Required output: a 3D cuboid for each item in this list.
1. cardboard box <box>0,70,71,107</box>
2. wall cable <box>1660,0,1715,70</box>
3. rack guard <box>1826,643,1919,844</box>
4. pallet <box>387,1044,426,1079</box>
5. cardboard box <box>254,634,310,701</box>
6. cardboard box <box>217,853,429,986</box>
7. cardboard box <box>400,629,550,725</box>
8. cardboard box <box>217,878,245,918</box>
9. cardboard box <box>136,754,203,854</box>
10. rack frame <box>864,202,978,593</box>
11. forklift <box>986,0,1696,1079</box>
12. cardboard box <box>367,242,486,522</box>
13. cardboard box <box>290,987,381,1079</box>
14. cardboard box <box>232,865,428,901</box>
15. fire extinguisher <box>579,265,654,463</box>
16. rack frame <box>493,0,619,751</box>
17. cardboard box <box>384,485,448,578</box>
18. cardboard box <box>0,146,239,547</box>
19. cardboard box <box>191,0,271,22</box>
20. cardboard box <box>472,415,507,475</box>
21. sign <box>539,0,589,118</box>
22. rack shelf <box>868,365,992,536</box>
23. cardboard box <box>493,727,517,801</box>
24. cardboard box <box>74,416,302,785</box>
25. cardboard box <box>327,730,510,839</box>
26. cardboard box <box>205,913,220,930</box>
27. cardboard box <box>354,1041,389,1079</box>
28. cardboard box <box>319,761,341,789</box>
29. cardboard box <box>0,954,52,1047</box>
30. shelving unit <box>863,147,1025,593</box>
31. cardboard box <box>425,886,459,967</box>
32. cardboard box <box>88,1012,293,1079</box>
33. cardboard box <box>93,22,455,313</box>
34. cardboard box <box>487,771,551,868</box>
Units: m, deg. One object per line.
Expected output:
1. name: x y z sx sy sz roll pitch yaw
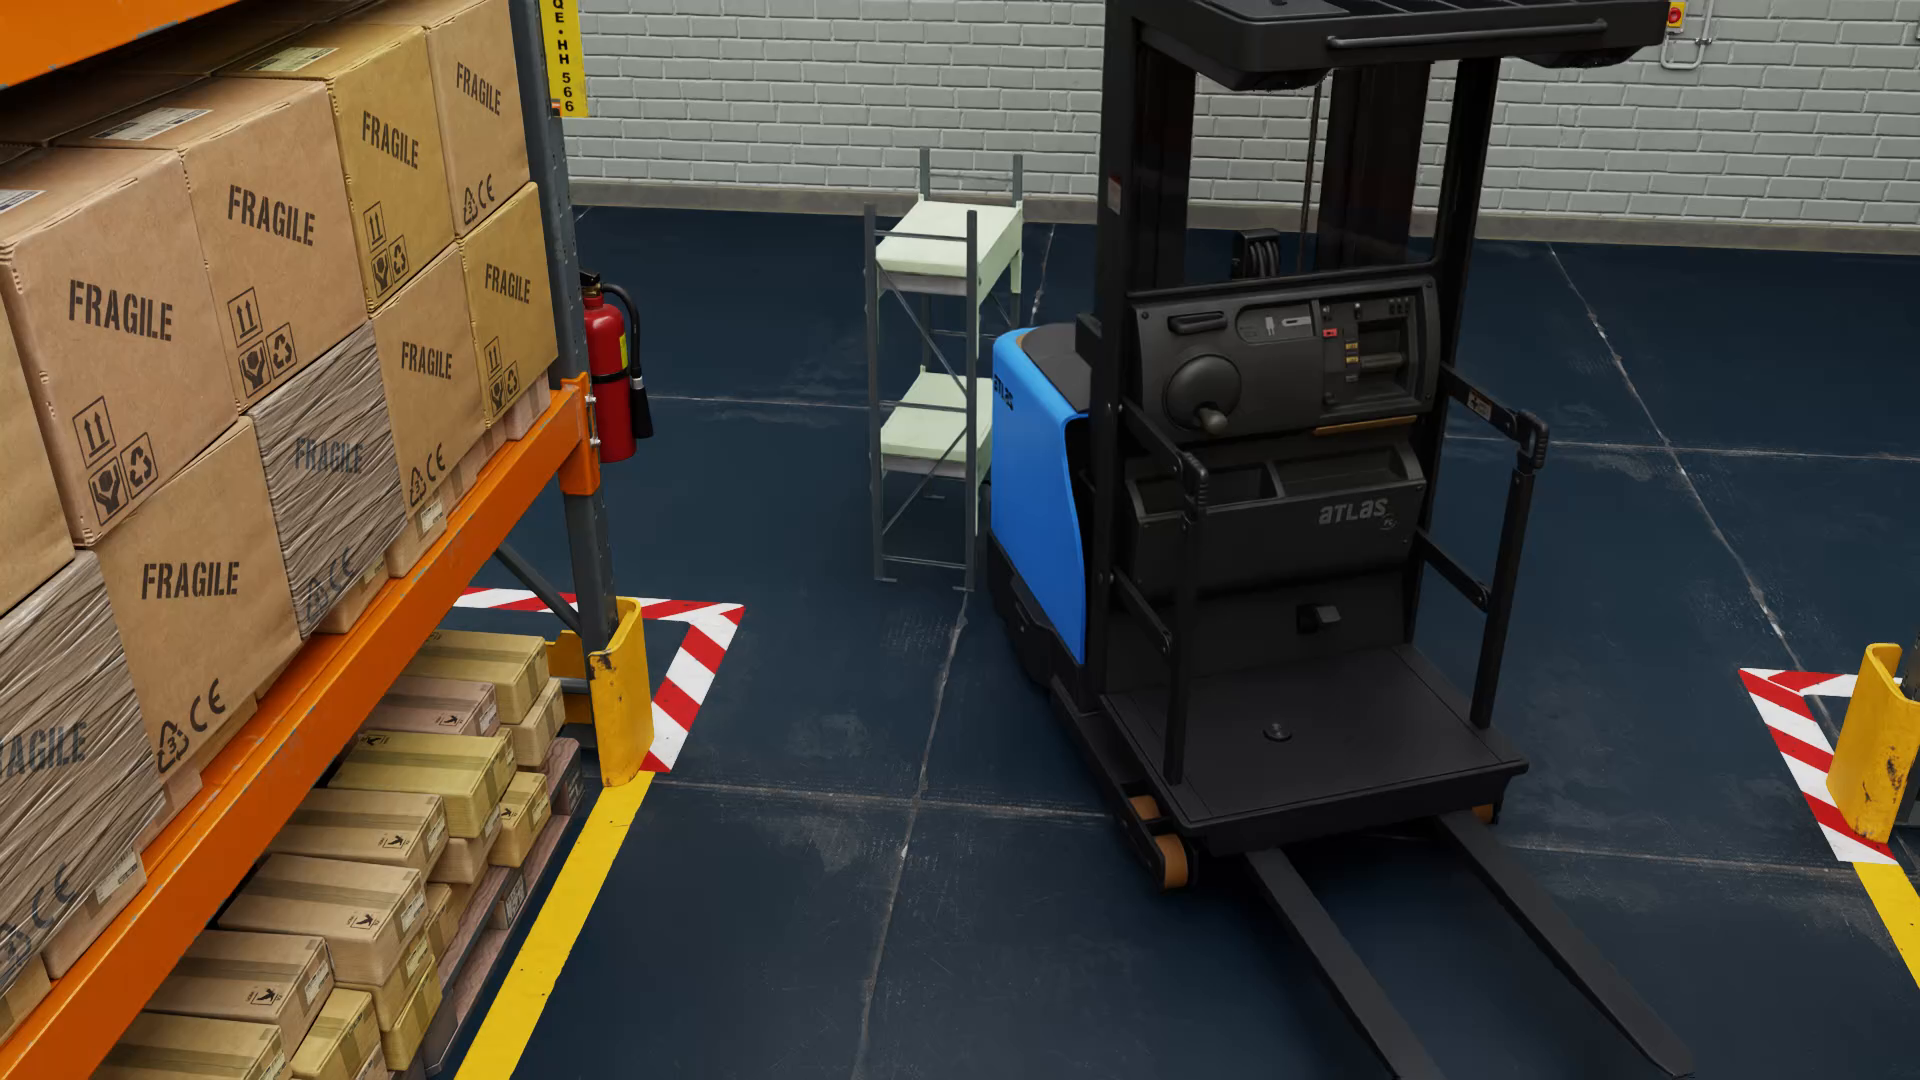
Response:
1. cardboard box: -2.061 -0.619 3.263 0.500 0.500 0.500 3 28 5
2. wall cable: 3.991 -3.558 9.087 0.585 1.953 0.123 3 28 6
3. rack guard: 3.327 0.648 5.020 1.175 0.500 0.348 3 28 6
4. pallet: -1.897 1.535 3.678 1.003 0.211 1.213 3 28 6
5. cardboard box: -1.606 0.201 3.480 0.380 0.149 0.250 2 28 4
6. cardboard box: -1.480 0.883 3.884 0.380 0.149 0.250 4 29 8
7. cardboard box: -1.415 0.391 4.797 0.380 0.149 0.250 4 29 7
8. cardboard box: -2.098 0.976 4.338 0.380 0.149 0.250 4 29 7
9. cardboard box: -1.632 0.446 3.024 0.380 0.149 0.250 4 29 8
10. rack frame: -0.136 -0.484 6.067 0.400 1.500 0.023 7 29 12
11. forklift: 1.002 -0.478 4.547 1.130 2.935 3.031 -8 29 -14
12. cardboard box: -1.469 -0.387 3.888 0.500 0.500 0.500 3 28 5
13. cardboard box: -1.545 1.132 3.736 0.380 0.149 0.250 5 29 9
14. cardboard box: -1.580 0.888 4.188 0.380 0.149 0.250 3 28 6
15. fire extinguisher: -1.112 -0.575 5.129 0.296 0.674 0.183 3 28 6
16. rack frame: -1.601 -0.681 4.852 1.000 3.000 0.127 3 28 6
17. cardboard box: -1.452 -0.045 3.936 0.380 0.149 0.250 4 29 8
18. cardboard box: -1.589 -0.333 2.733 0.500 0.500 0.500 2 28 4
19. cardboard box: -1.920 -1.100 4.157 0.500 0.500 0.500 3 28 6
20. cardboard box: -1.428 -0.286 4.383 0.380 0.149 0.250 3 28 6
21. sign: -1.053 -1.288 4.425 0.100 0.325 0.005 3 28 6
22. rack shelf: -0.047 -0.365 6.534 0.431 0.370 0.720 7 29 12
23. cardboard box: -1.468 0.643 4.643 0.380 0.149 0.250 3 28 5
24. cardboard box: -1.593 0.086 3.009 0.500 0.500 0.500 5 29 9
25. cardboard box: -1.408 0.635 4.344 0.380 0.149 0.250 3 28 5
26. cardboard box: -2.029 0.981 4.016 0.380 0.149 0.250 2 28 4
27. cardboard box: -1.547 1.263 3.805 0.380 0.149 0.250 4 29 7
28. cardboard box: -1.934 0.745 4.767 0.380 0.149 0.250 3 28 6
29. cardboard box: -1.658 0.701 2.551 0.380 0.149 0.250 4 29 7
30. shelving unit: -0.047 -0.652 6.379 0.431 1.500 0.755 7 29 12
31. cardboard box: -1.525 1.012 4.271 0.380 0.149 0.250 4 29 7
32. cardboard box: -1.627 1.126 3.434 0.380 0.149 0.250 3 29 6
33. cardboard box: -1.473 -0.828 3.651 0.500 0.500 0.500 2 28 4
34. cardboard box: -1.390 0.776 4.710 0.380 0.149 0.250 4 29 8
